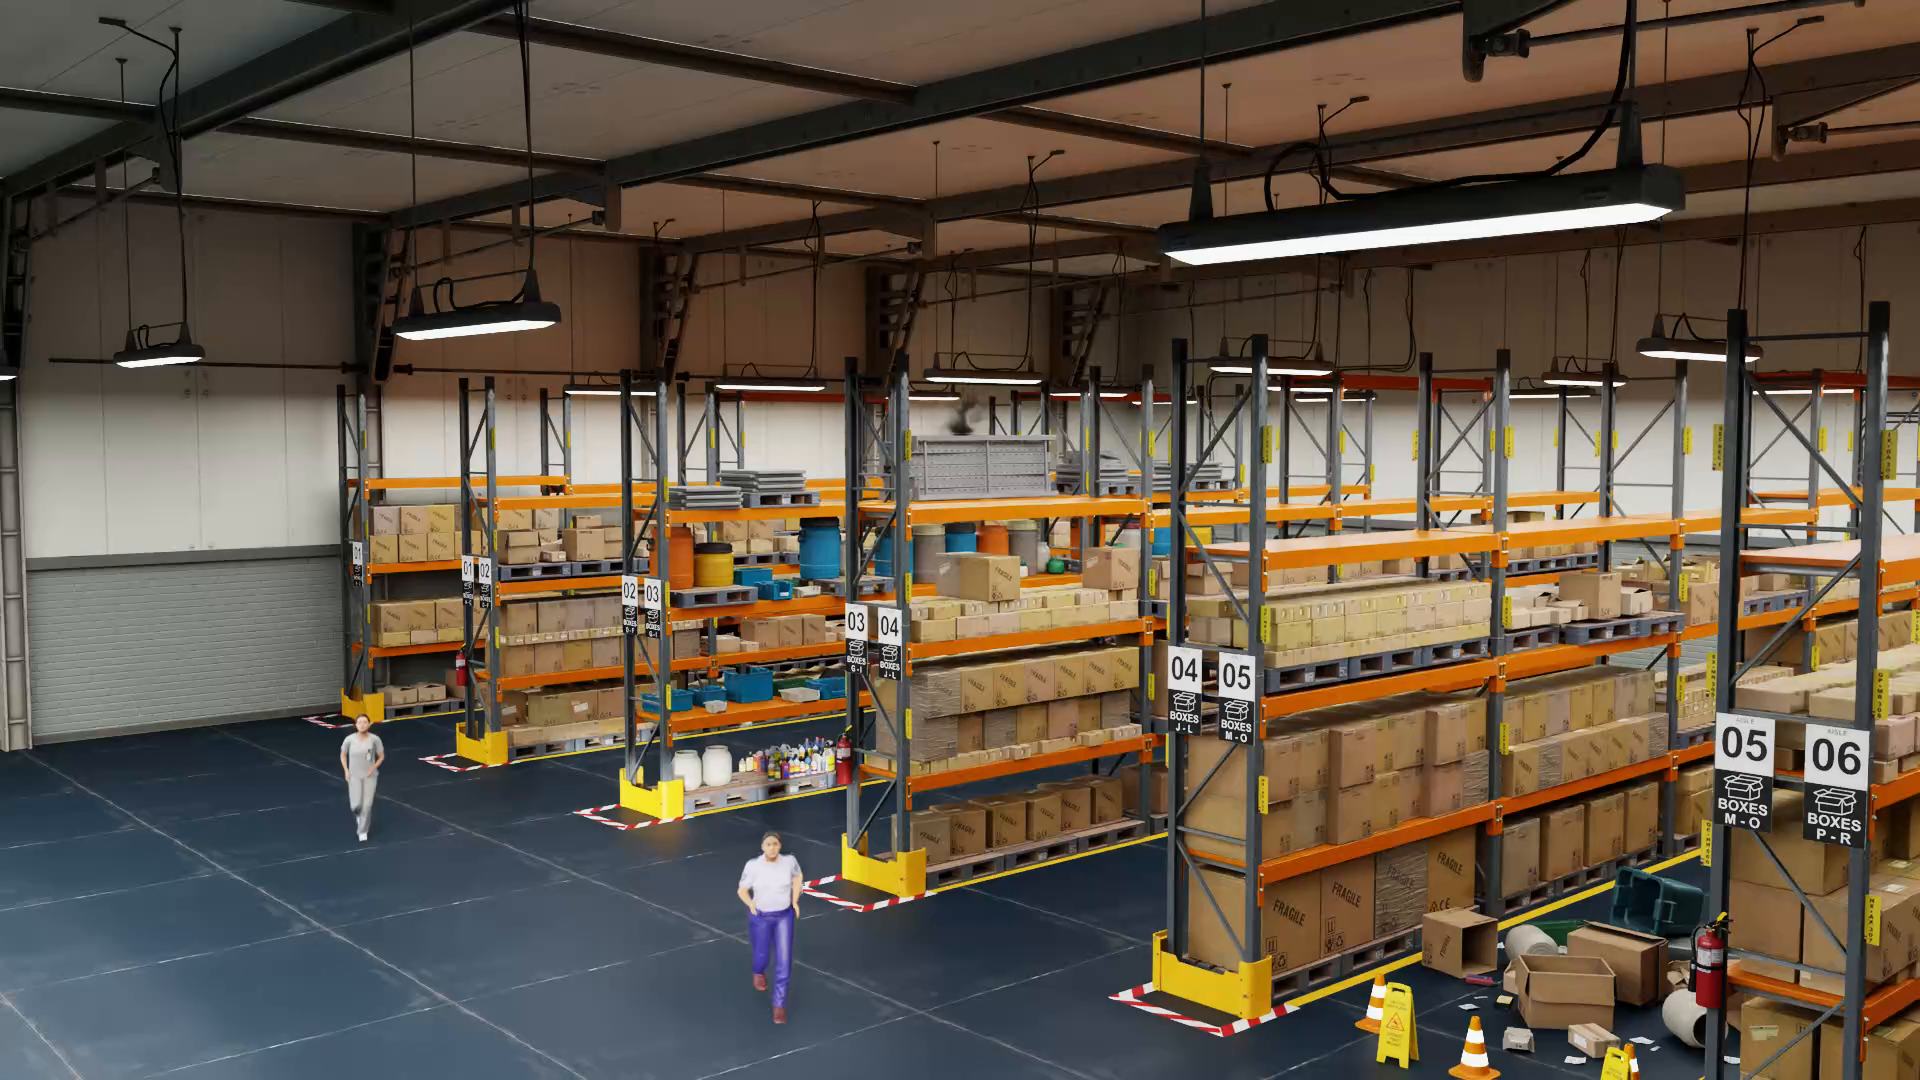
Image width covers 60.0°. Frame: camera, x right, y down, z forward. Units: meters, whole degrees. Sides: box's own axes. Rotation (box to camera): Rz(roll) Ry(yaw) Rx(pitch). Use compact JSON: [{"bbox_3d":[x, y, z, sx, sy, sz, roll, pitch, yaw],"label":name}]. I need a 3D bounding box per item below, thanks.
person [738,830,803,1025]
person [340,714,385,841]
[{"bbox_3d":[-1.687,3.383,14.851,0.593,1.647,0.867,-1,4,-12],"label":"person"},{"bbox_3d":[-7.542,2.992,21.005,0.531,1.605,0.503,-1,4,-18],"label":"person"}]
